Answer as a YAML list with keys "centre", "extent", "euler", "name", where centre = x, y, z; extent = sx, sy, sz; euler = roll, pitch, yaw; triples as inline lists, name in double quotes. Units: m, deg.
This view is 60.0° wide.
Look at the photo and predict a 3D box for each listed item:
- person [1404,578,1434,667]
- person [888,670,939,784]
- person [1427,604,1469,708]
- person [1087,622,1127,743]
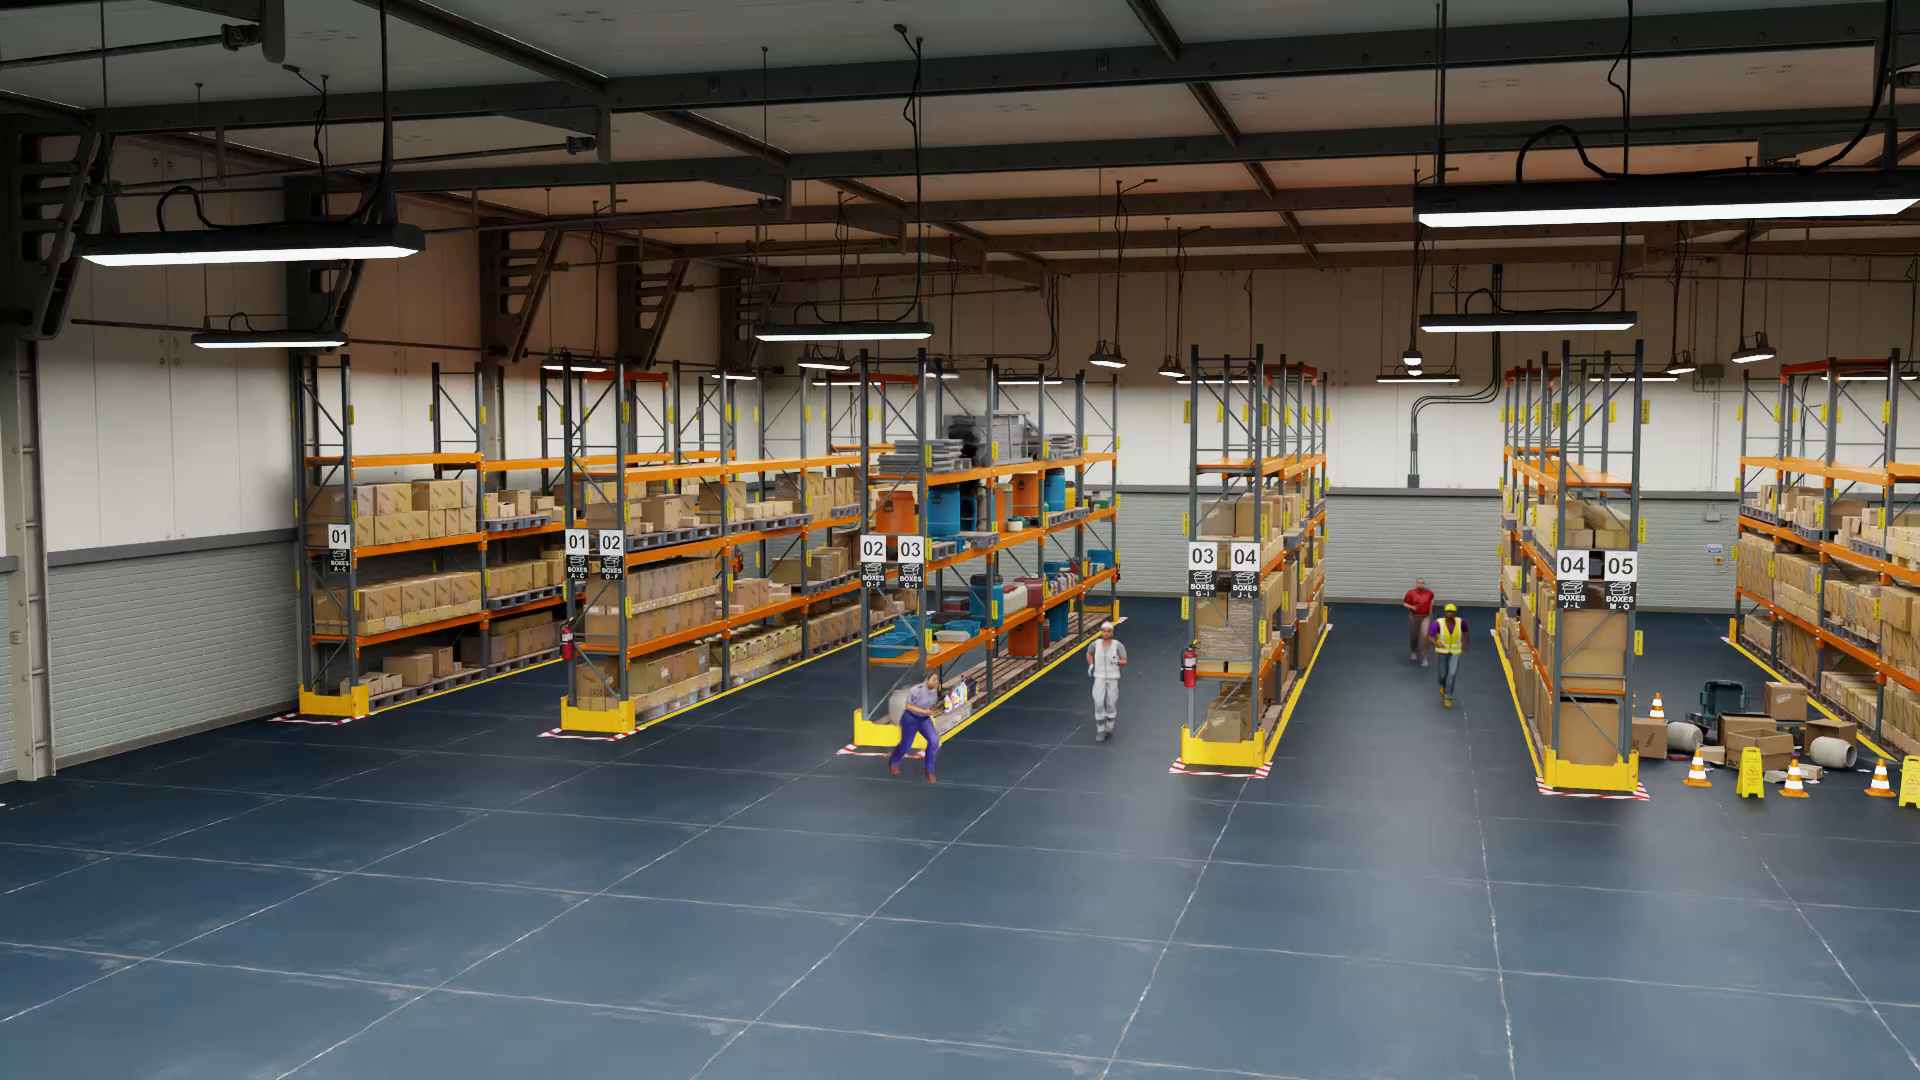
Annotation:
- centre: [9.243, 1.628, 33.507]
  extent: [0.608, 1.767, 0.909]
  euler: [1, 4, 13]
  name: "person"
- centre: [-0.625, 2.548, 22.861]
  extent: [0.956, 1.598, 0.645]
  euler: [4, 6, 44]
  name: "person"
- centre: [8.455, 1.966, 28.819]
  extent: [0.725, 1.757, 1.010]
  euler: [1, 4, 9]
  name: "person"
- centre: [2.258, 2.185, 25.663]
  extent: [0.630, 1.844, 0.735]
  euler: [1, 4, 8]
  name: "person"
